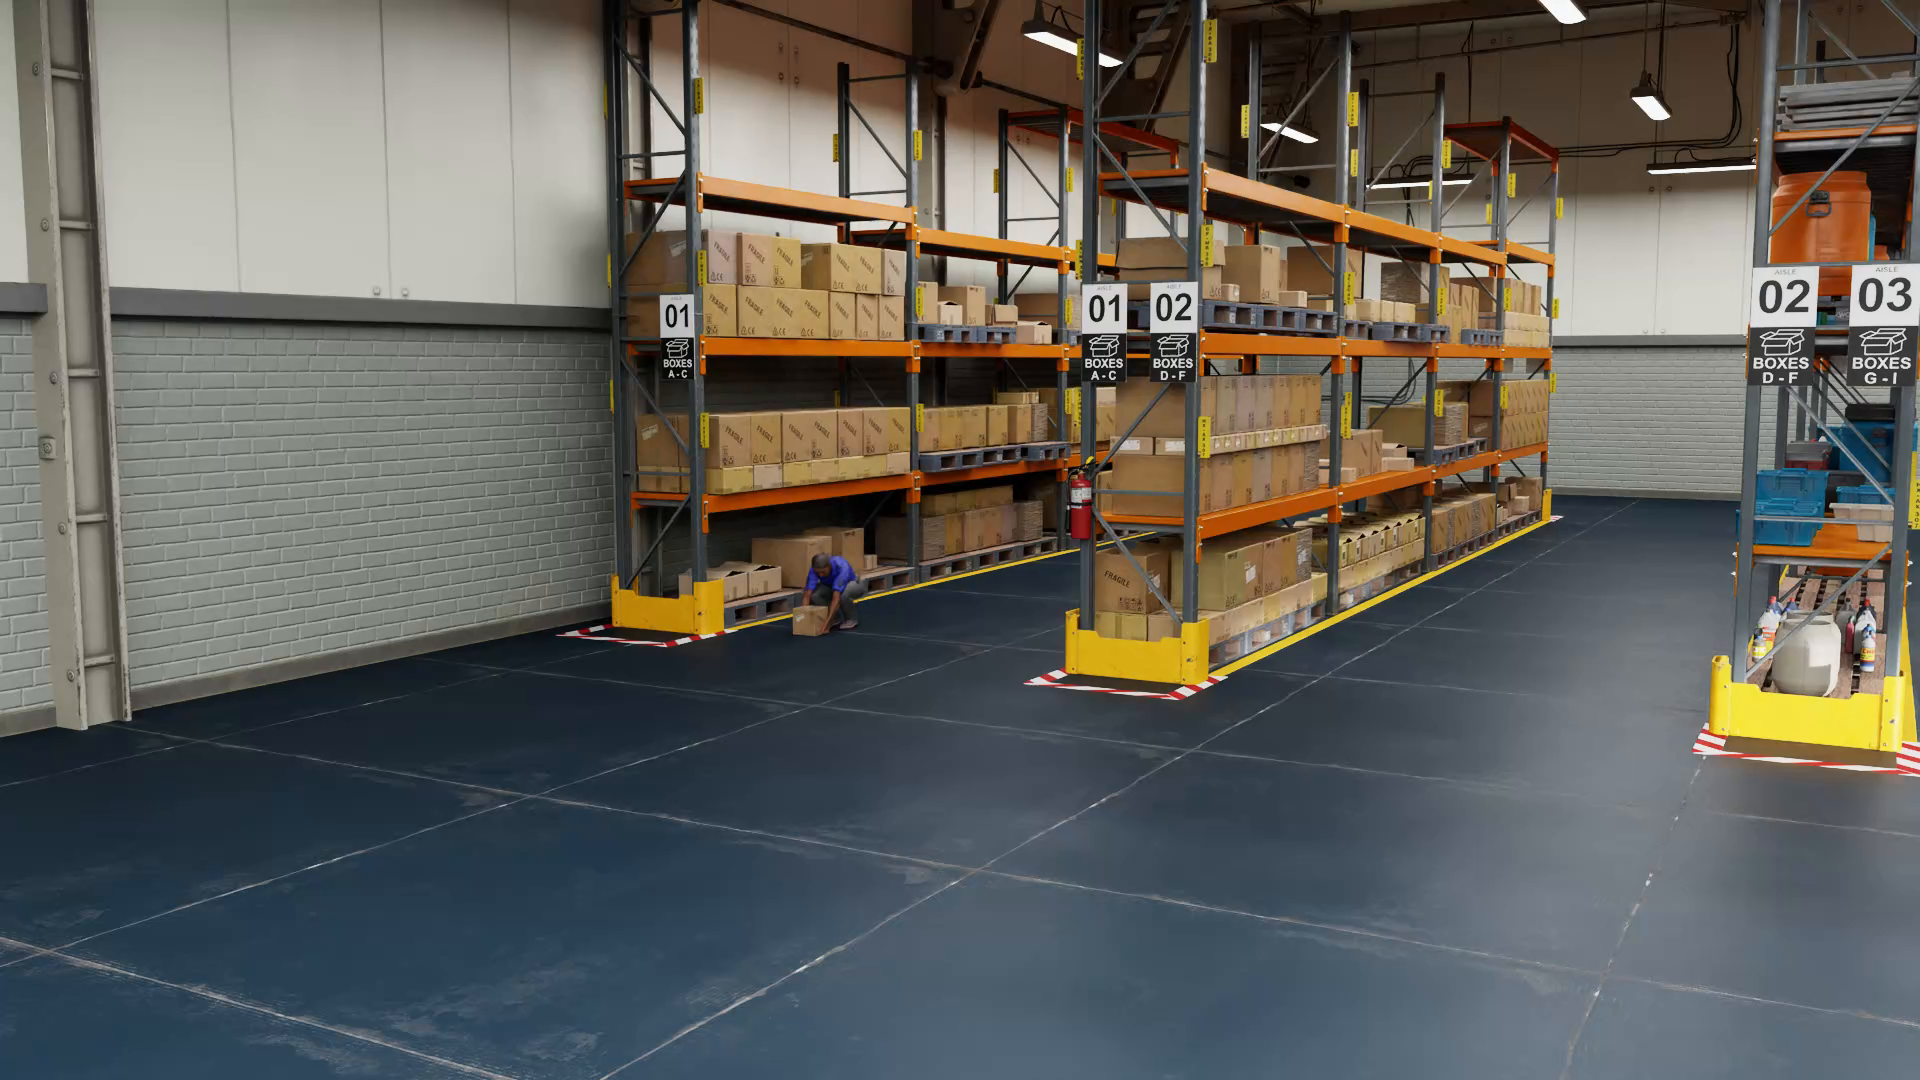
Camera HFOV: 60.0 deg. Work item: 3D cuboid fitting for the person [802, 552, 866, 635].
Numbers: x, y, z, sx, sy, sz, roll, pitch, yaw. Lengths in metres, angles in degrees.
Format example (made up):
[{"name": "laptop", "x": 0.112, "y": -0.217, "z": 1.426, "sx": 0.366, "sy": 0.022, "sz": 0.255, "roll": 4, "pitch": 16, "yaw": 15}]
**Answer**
[{"name": "person", "x": -1.233, "y": 0.486, "z": 16.099, "sx": 0.462, "sy": 0.799, "sz": 0.848, "roll": 3, "pitch": 7, "yaw": 29}]
